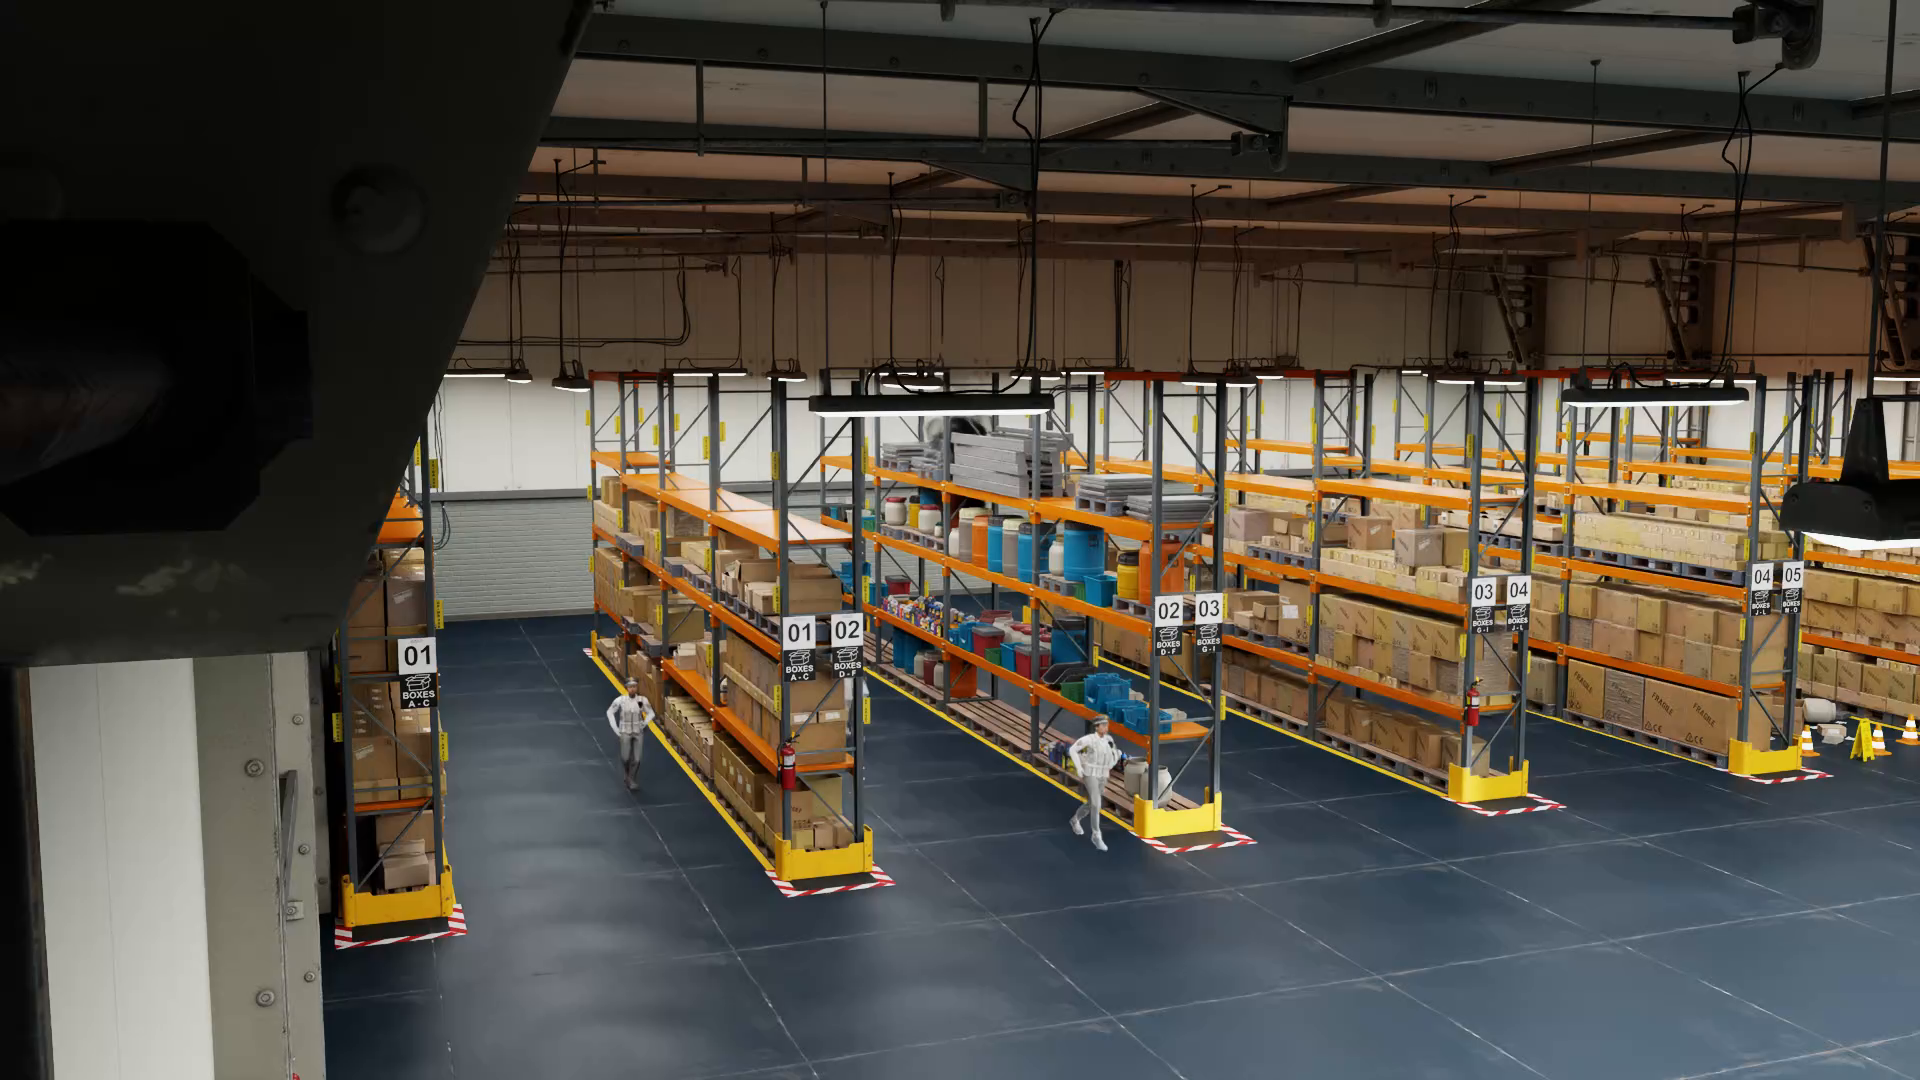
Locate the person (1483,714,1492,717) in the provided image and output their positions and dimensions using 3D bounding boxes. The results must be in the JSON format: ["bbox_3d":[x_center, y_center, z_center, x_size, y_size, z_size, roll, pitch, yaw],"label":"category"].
[{"bbox_3d":[9.190,2.211,29.180,0.646,1.743,0.645,-3,7,-22],"label":"person"}]

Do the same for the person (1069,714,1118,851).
[{"bbox_3d":[1.772,3.104,21.605,0.623,1.728,0.824,-4,8,-34],"label":"person"}]

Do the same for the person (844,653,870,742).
[{"bbox_3d":[-1.769,2.447,27.347,0.685,1.740,0.777,-4,7,-29],"label":"person"}]

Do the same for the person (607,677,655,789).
[{"bbox_3d":[-4.764,2.814,24.162,0.678,1.651,0.464,-2,7,-16],"label":"person"}]

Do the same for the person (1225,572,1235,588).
[{"bbox_3d":[6.736,0.911,41.342,0.794,1.665,0.590,1,6,7],"label":"person"}]
